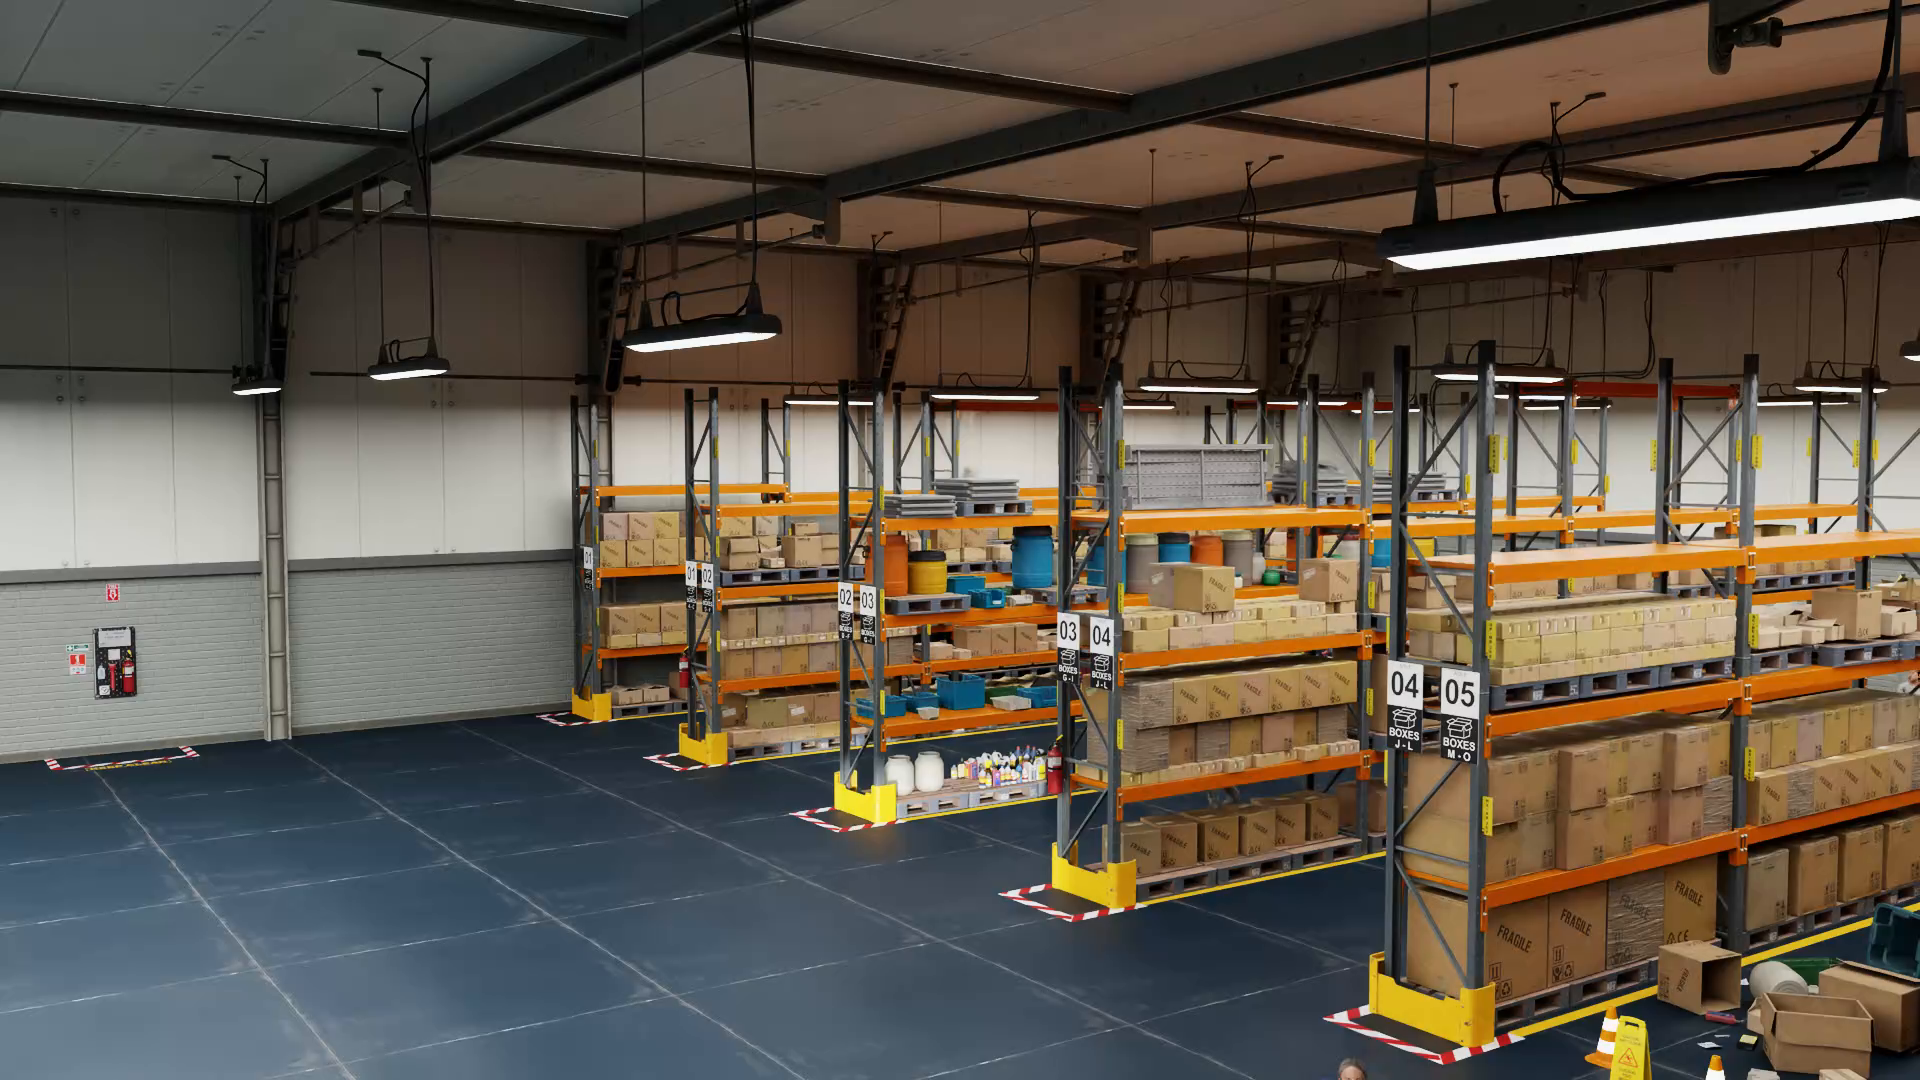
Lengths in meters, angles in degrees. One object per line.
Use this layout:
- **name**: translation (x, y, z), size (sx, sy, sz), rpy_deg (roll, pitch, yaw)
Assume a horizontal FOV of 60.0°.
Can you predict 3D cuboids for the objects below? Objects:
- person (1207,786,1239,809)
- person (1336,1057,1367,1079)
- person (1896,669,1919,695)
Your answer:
- **person**: translation (3.599, 2.899, 23.065), size (0.834, 1.798, 0.679), rpy_deg (-3, 5, -43)
- **person**: translation (2.255, 3.787, 9.633), size (0.594, 1.615, 0.555), rpy_deg (1, 4, 16)
- **person**: translation (14.807, 2.779, 25.789), size (0.571, 1.676, 0.944), rpy_deg (2, 4, 36)
